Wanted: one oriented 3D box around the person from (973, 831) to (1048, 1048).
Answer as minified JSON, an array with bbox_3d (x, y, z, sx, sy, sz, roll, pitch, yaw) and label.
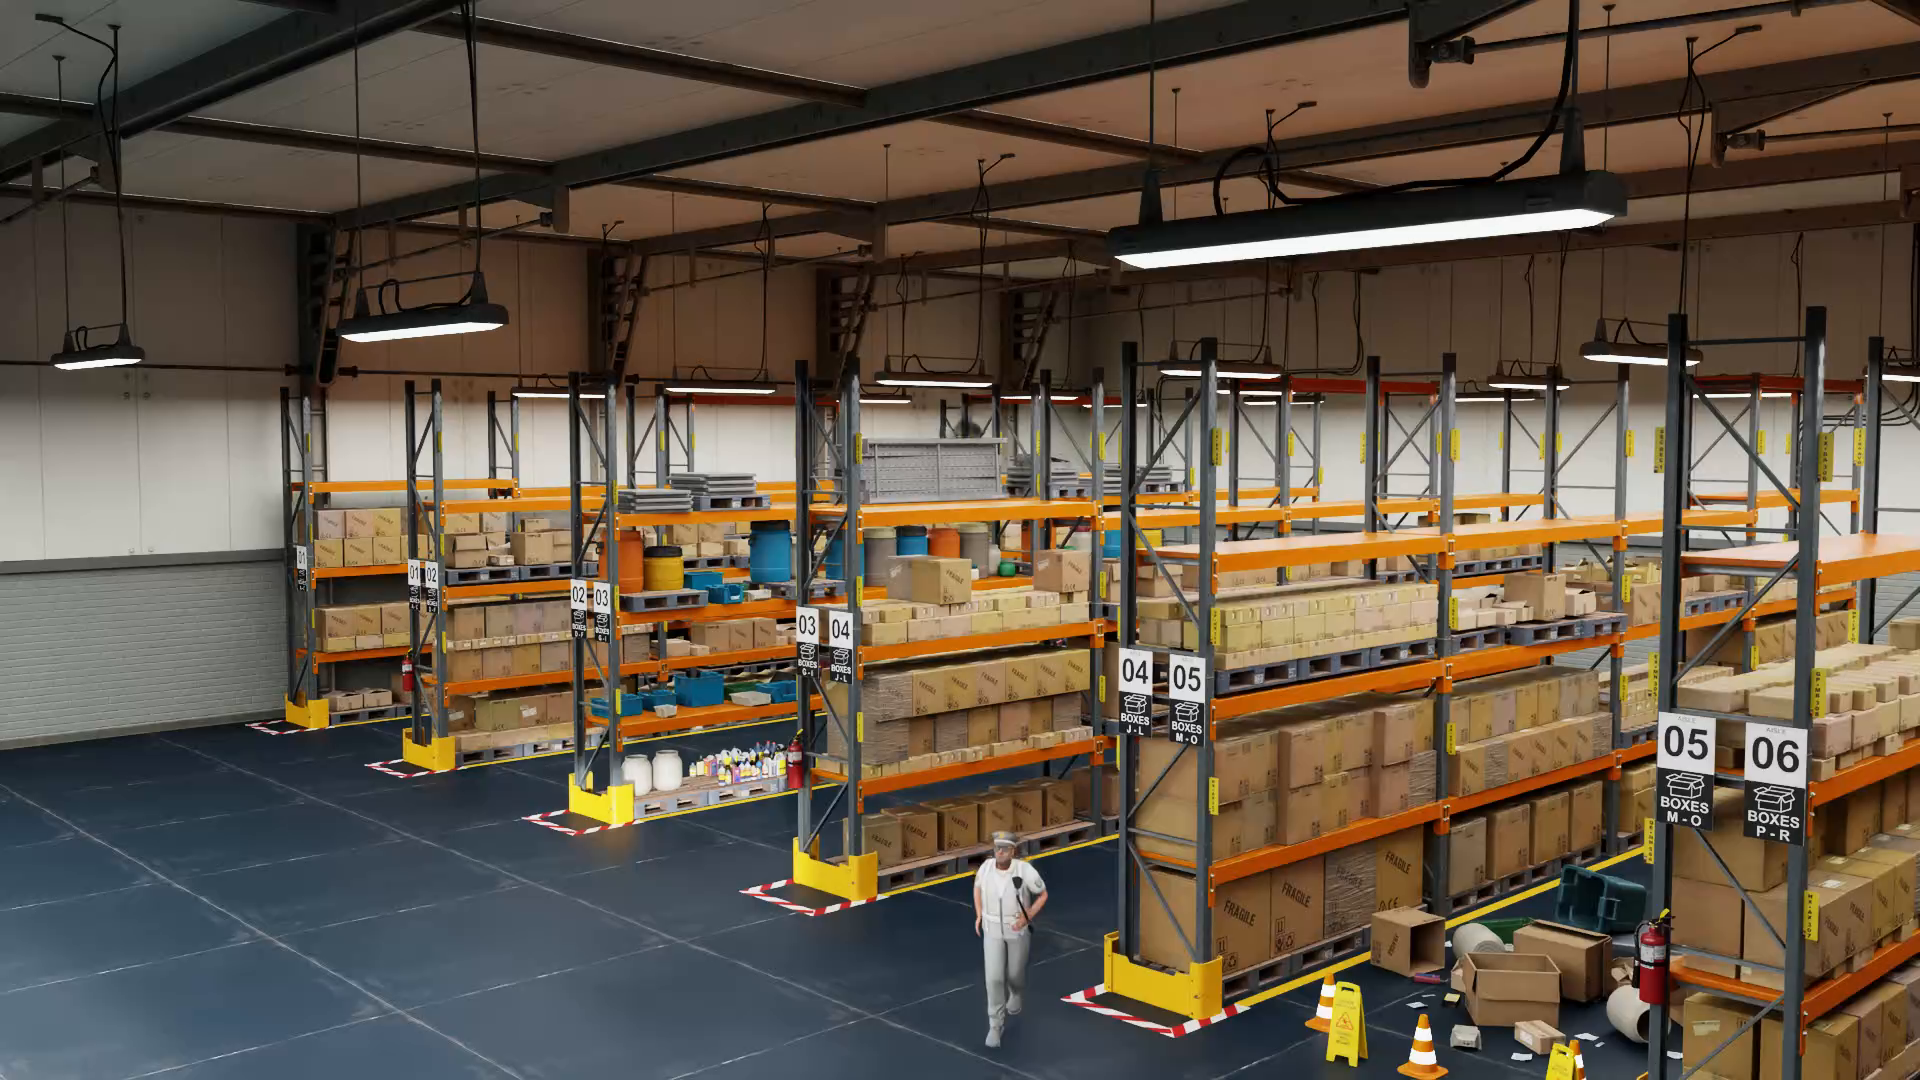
[{"bbox_3d":[0.431,3.371,14.333,0.671,1.824,0.828,1,4,13],"label":"person"}]
